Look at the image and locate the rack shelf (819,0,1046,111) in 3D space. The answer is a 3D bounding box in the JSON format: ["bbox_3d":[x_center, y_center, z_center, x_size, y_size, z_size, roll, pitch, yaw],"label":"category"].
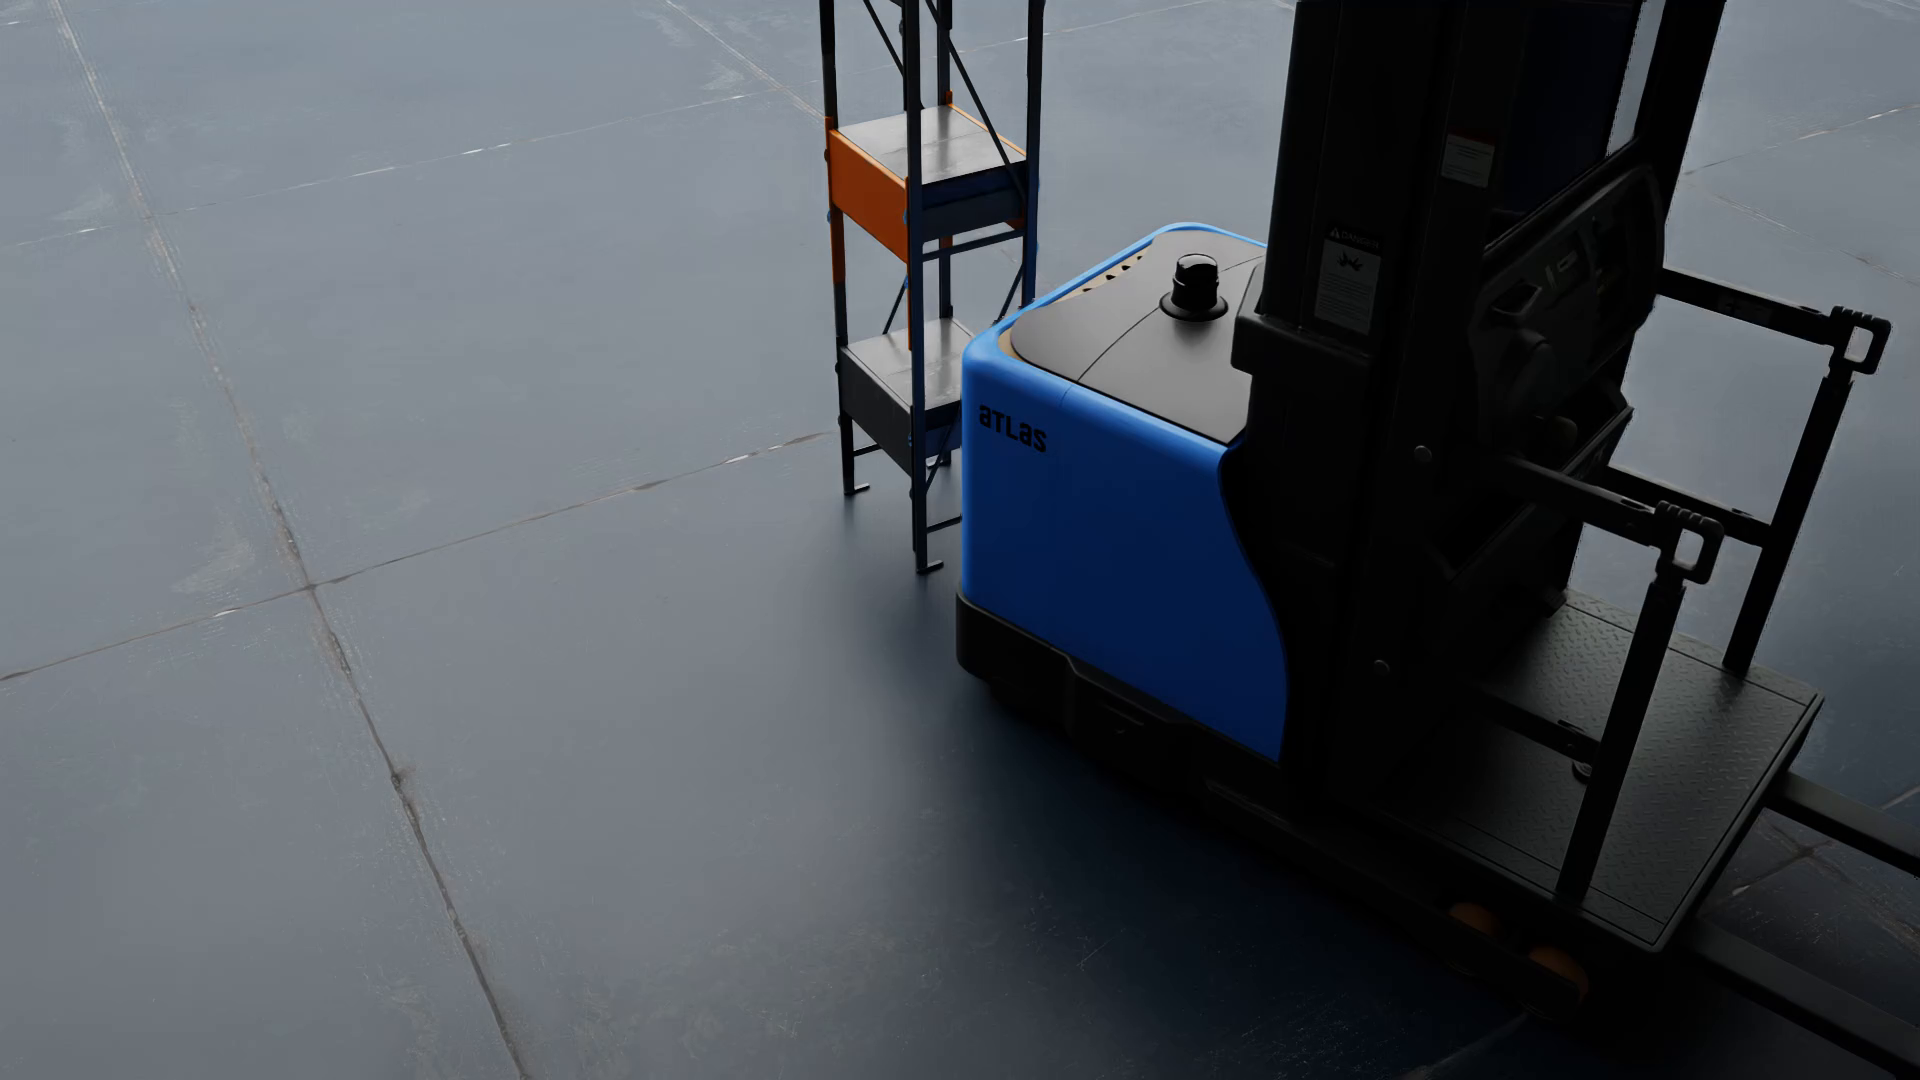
[{"bbox_3d":[-0.083,-1.487,4.341,0.431,0.518,0.480,-19,40,-24],"label":"rack shelf"}]

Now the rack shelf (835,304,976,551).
[{"bbox_3d":[-0.083,-0.356,5.167,0.431,0.518,0.480,-19,40,-24],"label":"rack shelf"}]

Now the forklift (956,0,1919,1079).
[{"bbox_3d":[1.439,-0.454,3.387,3.031,2.935,1.130,27,44,32],"label":"forklift"}]

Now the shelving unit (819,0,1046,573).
[{"bbox_3d":[-0.083,-0.932,4.746,0.431,2.100,0.503,-19,40,-24],"label":"shelving unit"}]

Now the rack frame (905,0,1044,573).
[{"bbox_3d":[0.039,-0.808,4.576,0.400,2.100,0.015,-19,40,-24],"label":"rack frame"}]

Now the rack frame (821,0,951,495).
[{"bbox_3d":[-0.206,-1.057,4.917,0.400,2.100,0.015,-19,40,-24],"label":"rack frame"}]

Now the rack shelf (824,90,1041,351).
[{"bbox_3d":[-0.083,-0.921,4.754,0.431,0.518,0.480,-19,40,-24],"label":"rack shelf"}]
